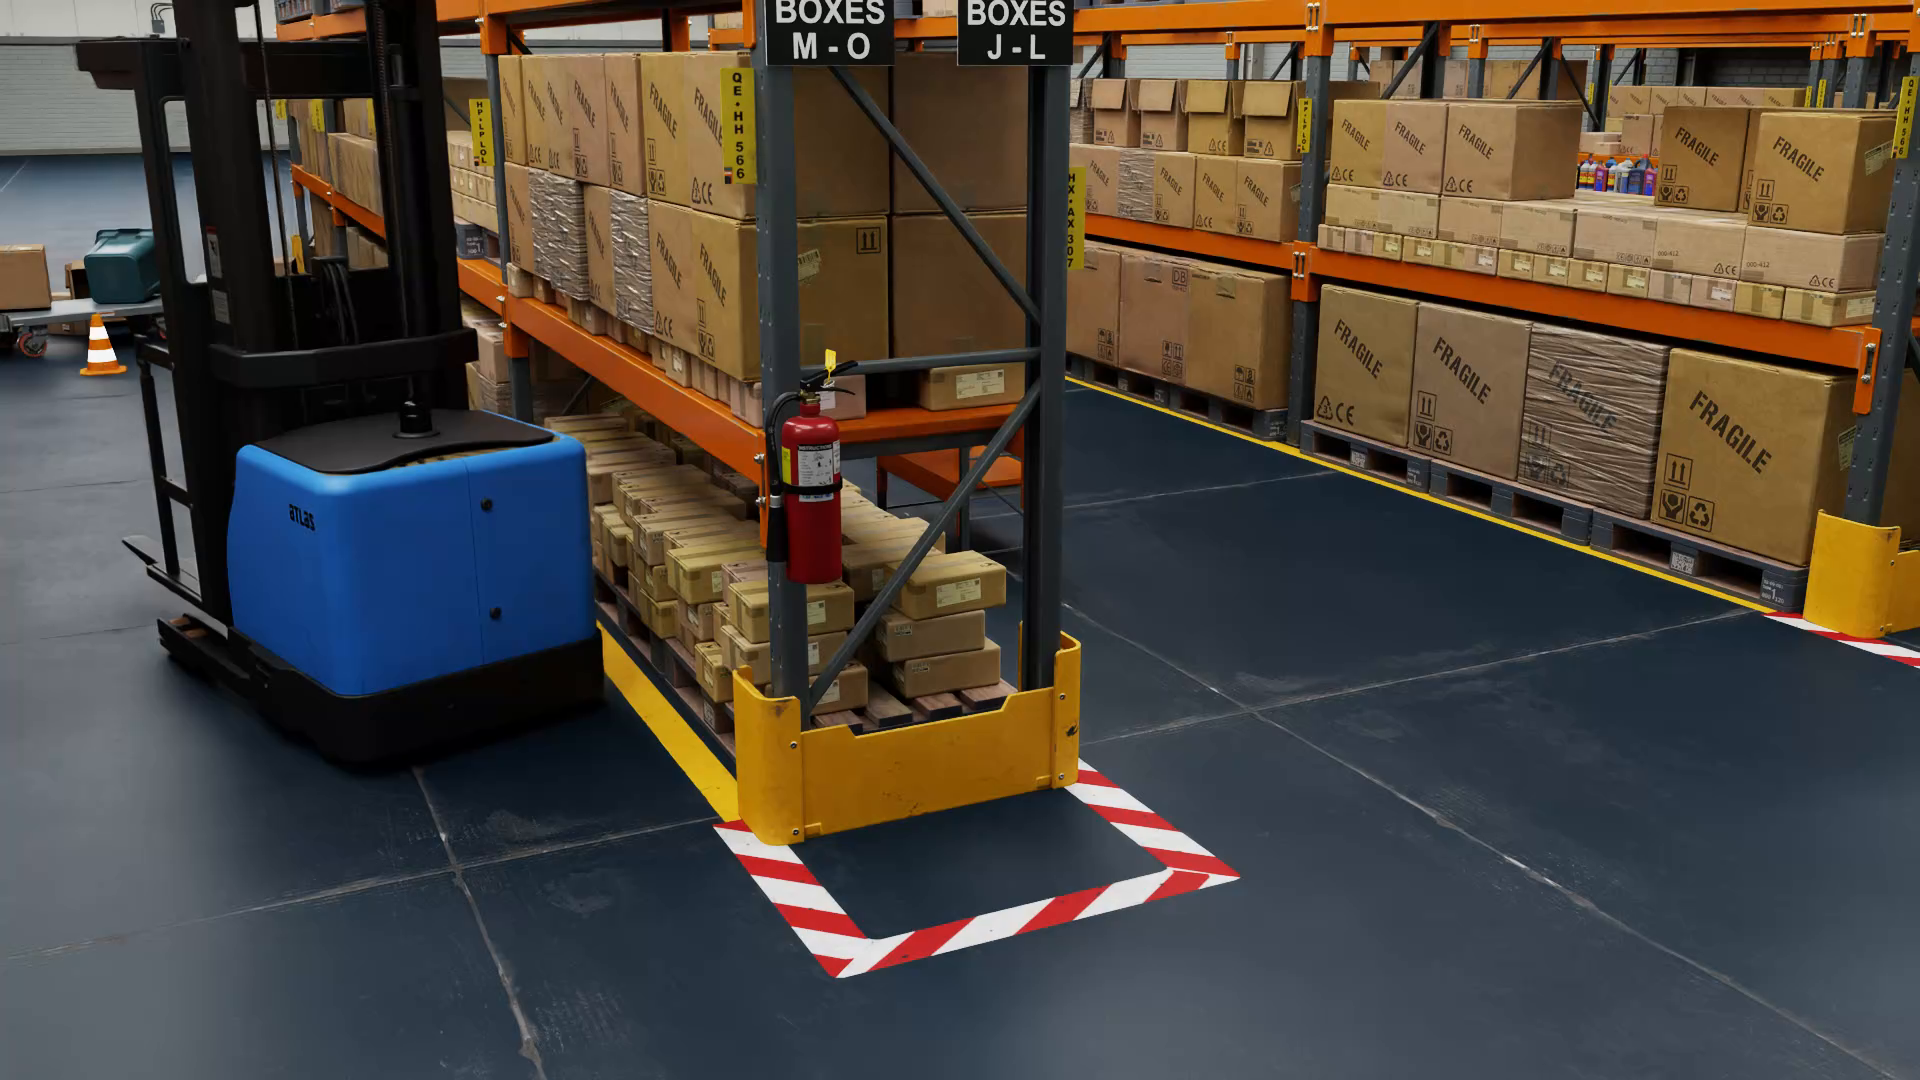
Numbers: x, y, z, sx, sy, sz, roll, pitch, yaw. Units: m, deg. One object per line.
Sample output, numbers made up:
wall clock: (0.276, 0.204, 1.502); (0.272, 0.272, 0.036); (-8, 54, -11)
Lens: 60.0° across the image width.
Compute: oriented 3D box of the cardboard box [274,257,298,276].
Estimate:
cardboard box: (-6.991, -2.585, 16.847); (0.500, 0.500, 0.500); (-5, 17, -15)

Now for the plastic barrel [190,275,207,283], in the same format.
plastic barrel: (-7.265, -2.382, 16.283); (0.512, 0.421, 0.421); (4, 16, 13)

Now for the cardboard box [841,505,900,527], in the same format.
cardboard box: (-0.463, -0.021, 6.713); (0.380, 0.149, 0.250); (-9, 18, -28)

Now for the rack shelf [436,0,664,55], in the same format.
rack shelf: (-2.760, -3.133, 10.095); (1.077, 0.370, 4.000); (-8, 18, -25)

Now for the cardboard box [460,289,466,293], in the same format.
cardboard box: (-3.330, -1.567, 11.185); (0.500, 0.250, 0.500); (-8, 18, -26)

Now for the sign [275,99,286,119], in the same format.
sign: (-7.643, -4.905, 18.691); (0.100, 0.325, 0.005); (-8, 18, -25)

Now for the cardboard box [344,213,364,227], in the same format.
cardboard box: (-5.602, -2.869, 16.402); (0.875, 0.875, 0.875); (-7, 18, -24)

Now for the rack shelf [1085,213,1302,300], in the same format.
rack shelf: (1.743, -2.265, 12.510); (1.077, 0.370, 4.000); (-8, 18, -25)

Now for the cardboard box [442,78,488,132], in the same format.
cardboard box: (-3.824, -3.174, 12.378); (0.700, 0.500, 0.500); (-8, 18, -25)

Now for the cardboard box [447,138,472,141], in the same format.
cardboard box: (-3.031, -2.436, 10.416); (0.380, 0.149, 0.250); (-7, 17, -23)

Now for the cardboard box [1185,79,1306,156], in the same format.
cardboard box: (2.041, -2.974, 11.677); (0.797, 0.503, 0.637); (-7, 18, -24)

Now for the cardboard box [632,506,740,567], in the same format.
cardboard box: (-1.102, -0.017, 6.700); (0.380, 0.149, 0.250); (-7, 17, -23)

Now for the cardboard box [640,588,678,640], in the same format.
cardboard box: (-1.080, 0.272, 6.773); (0.380, 0.149, 0.250); (-9, 18, -27)

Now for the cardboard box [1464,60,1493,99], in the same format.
cardboard box: (7.379, -6.325, 22.820); (0.700, 0.500, 0.500); (-8, 18, -25)

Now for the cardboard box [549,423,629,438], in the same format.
cardboard box: (-1.852, -0.472, 8.287); (0.380, 0.149, 0.250); (-7, 17, -22)

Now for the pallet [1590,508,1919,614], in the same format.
pallet: (3.951, 0.029, 8.269); (1.003, 0.211, 1.213); (-8, 18, -25)

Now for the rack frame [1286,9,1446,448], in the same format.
rack frame: (2.619, -2.115, 10.682); (1.000, 3.000, 0.127); (-8, 18, -25)

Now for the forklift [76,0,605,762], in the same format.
forklift: (-2.744, -0.959, 6.780); (1.130, 2.935, 3.031); (-14, 21, -41)

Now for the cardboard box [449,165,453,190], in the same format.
cardboard box: (-3.040, -2.293, 10.459); (0.380, 0.149, 0.250); (-8, 18, -25)

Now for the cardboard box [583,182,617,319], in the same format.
cardboard box: (-1.221, -1.198, 6.766); (0.500, 0.500, 0.500); (-7, 17, -22)

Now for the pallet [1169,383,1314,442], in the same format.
pallet: (2.213, -0.957, 11.702); (1.003, 0.211, 1.213); (-8, 18, -25)

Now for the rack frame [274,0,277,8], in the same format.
rack frame: (-7.141, -7.400, 18.222); (1.000, 3.000, 0.127); (-8, 18, -25)

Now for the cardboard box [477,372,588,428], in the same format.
cardboard box: (-2.435, -0.694, 9.501); (0.500, 0.500, 0.500); (-8, 18, -26)

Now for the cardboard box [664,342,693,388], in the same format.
cardboard box: (-0.860, -0.662, 6.074); (0.380, 0.149, 0.250); (-7, 17, -23)

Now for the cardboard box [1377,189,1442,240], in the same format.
cardboard box: (2.803, -1.914, 9.714); (0.500, 0.250, 0.500); (-8, 18, -25)

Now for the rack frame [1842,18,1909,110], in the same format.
rack frame: (7.071, -2.713, 12.768); (1.000, 3.000, 0.127); (-8, 18, -25)

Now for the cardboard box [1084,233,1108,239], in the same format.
cardboard box: (1.150, -2.114, 13.769); (1.225, 0.875, 0.875); (-9, 18, -27)

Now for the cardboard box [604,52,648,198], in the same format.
cardboard box: (-1.014, -1.557, 6.206); (0.500, 0.500, 0.500); (-7, 17, -22)

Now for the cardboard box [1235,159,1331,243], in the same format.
cardboard box: (2.168, -2.246, 10.958); (0.500, 0.500, 0.500); (-8, 18, -25)

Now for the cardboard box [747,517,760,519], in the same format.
cardboard box: (-0.869, -0.070, 7.426); (0.380, 0.149, 0.250); (-7, 17, -22)

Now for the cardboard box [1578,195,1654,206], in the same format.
cardboard box: (3.720, -1.727, 9.065); (0.500, 0.250, 0.500); (-8, 18, -26)

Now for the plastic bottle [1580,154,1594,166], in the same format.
plastic bottle: (5.981, -3.543, 15.871); (0.061, 0.283, 0.133); (-8, 18, -25)

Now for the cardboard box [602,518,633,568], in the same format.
cardboard box: (-1.328, -0.006, 7.201); (0.380, 0.149, 0.250); (-7, 18, -24)

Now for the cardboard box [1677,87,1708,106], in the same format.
cardboard box: (11.324, -6.650, 25.363); (0.500, 0.500, 0.500); (-7, 17, -23)

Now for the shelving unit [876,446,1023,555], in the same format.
shelving unit: (0.003, -0.539, 8.590); (0.538, 1.125, 1.048); (-8, 18, -25)

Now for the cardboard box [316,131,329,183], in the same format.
cardboard box: (-5.823, -3.820, 16.352); (0.875, 0.550, 0.550); (-8, 18, -25)

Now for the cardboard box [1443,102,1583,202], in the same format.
cardboard box: (3.040, -2.145, 9.161); (0.500, 0.500, 0.500); (-8, 18, -27)

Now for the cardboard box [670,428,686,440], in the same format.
cardboard box: (-1.231, -0.482, 8.320); (0.380, 0.149, 0.250); (-8, 18, -25)

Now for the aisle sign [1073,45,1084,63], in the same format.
aisle sign: (1.519, -6.921, 22.717); (0.394, 0.787, 0.004); (-8, 18, -25)

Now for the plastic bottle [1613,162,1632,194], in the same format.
plastic bottle: (5.825, -3.155, 14.533); (0.152, 0.276, 0.135); (-8, 18, -25)

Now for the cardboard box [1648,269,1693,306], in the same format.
cardboard box: (3.586, -1.240, 8.088); (0.380, 0.149, 0.250); (-7, 18, -24)

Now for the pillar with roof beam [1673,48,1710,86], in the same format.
pillar with roof beam: (7.934, -9.180, 24.428); (9.100, 9.000, 0.400); (-8, 18, -25)

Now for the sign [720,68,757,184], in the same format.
sign: (-0.639, -1.195, 4.805); (0.100, 0.325, 0.005); (-8, 18, -25)

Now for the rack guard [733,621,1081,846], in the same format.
rack guard: (-0.165, 0.634, 5.635); (1.175, 0.500, 0.348); (-8, 18, -25)

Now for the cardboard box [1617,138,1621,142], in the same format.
cardboard box: (8.571, -5.034, 21.099); (0.396, 0.266, 0.258); (-8, 18, -26)

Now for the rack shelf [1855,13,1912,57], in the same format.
rack shelf: (7.947, -3.314, 10.726); (1.077, 0.370, 4.000); (-8, 18, -25)

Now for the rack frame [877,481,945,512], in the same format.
rack frame: (-0.220, -0.665, 9.029); (0.500, 1.125, 0.032); (-8, 18, -25)

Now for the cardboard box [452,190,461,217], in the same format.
cardboard box: (-2.927, -2.085, 10.272); (0.380, 0.149, 0.250); (-8, 18, -27)

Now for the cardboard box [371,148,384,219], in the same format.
cardboard box: (-4.075, -2.660, 12.400); (0.500, 0.500, 0.500); (-8, 18, -25)

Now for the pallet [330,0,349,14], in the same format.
pallet: (-4.459, -4.314, 13.249); (1.003, 0.211, 1.213); (-7, 17, -22)

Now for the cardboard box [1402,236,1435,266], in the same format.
cardboard box: (2.797, -1.685, 9.641); (0.380, 0.149, 0.250); (-8, 18, -26)

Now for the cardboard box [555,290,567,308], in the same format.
cardboard box: (-1.710, -1.195, 7.933); (0.380, 0.149, 0.250); (-9, 18, -27)
